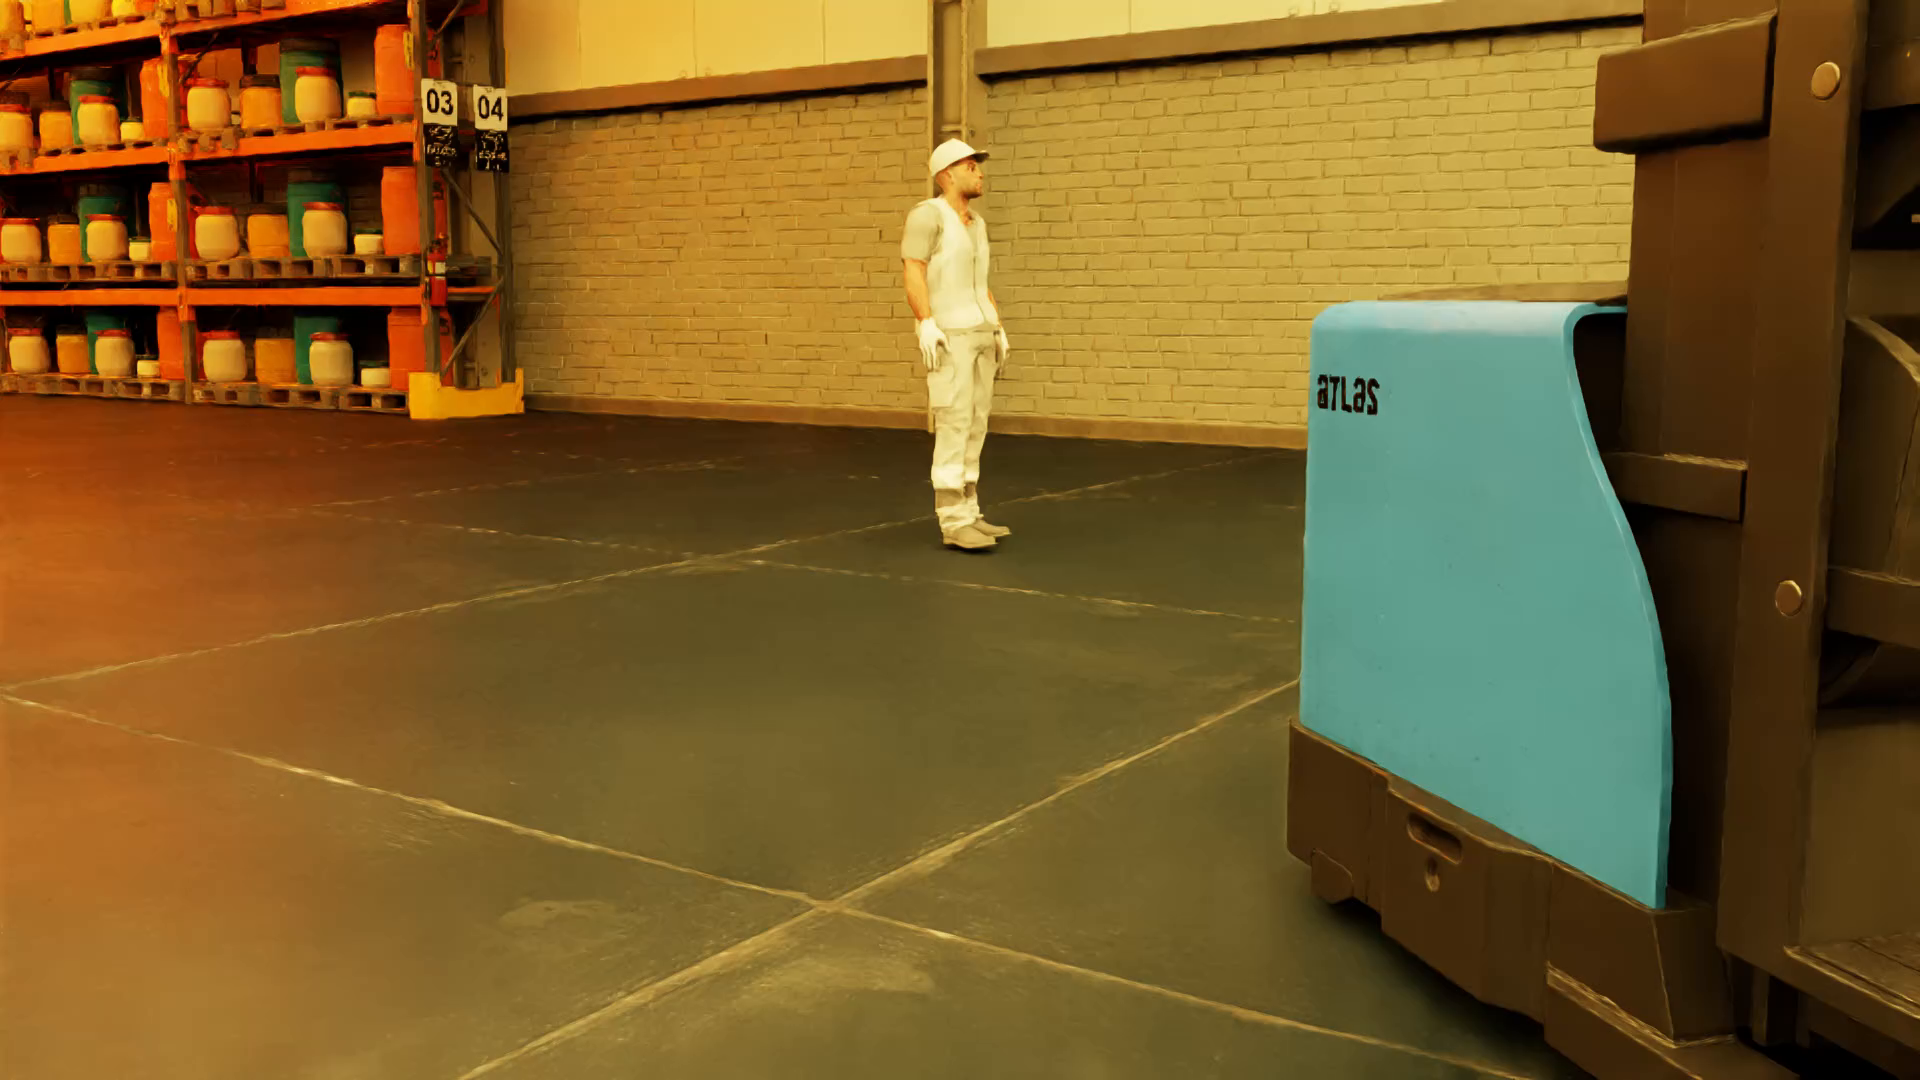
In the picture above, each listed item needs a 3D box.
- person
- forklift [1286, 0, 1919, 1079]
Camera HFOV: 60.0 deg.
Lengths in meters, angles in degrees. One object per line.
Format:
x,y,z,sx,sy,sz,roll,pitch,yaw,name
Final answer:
0.061,-0.885,7.423,0.563,1.787,0.637,5,10,34,person
1.492,-0.633,1.645,1.130,2.935,3.031,-2,8,-15,forklift
